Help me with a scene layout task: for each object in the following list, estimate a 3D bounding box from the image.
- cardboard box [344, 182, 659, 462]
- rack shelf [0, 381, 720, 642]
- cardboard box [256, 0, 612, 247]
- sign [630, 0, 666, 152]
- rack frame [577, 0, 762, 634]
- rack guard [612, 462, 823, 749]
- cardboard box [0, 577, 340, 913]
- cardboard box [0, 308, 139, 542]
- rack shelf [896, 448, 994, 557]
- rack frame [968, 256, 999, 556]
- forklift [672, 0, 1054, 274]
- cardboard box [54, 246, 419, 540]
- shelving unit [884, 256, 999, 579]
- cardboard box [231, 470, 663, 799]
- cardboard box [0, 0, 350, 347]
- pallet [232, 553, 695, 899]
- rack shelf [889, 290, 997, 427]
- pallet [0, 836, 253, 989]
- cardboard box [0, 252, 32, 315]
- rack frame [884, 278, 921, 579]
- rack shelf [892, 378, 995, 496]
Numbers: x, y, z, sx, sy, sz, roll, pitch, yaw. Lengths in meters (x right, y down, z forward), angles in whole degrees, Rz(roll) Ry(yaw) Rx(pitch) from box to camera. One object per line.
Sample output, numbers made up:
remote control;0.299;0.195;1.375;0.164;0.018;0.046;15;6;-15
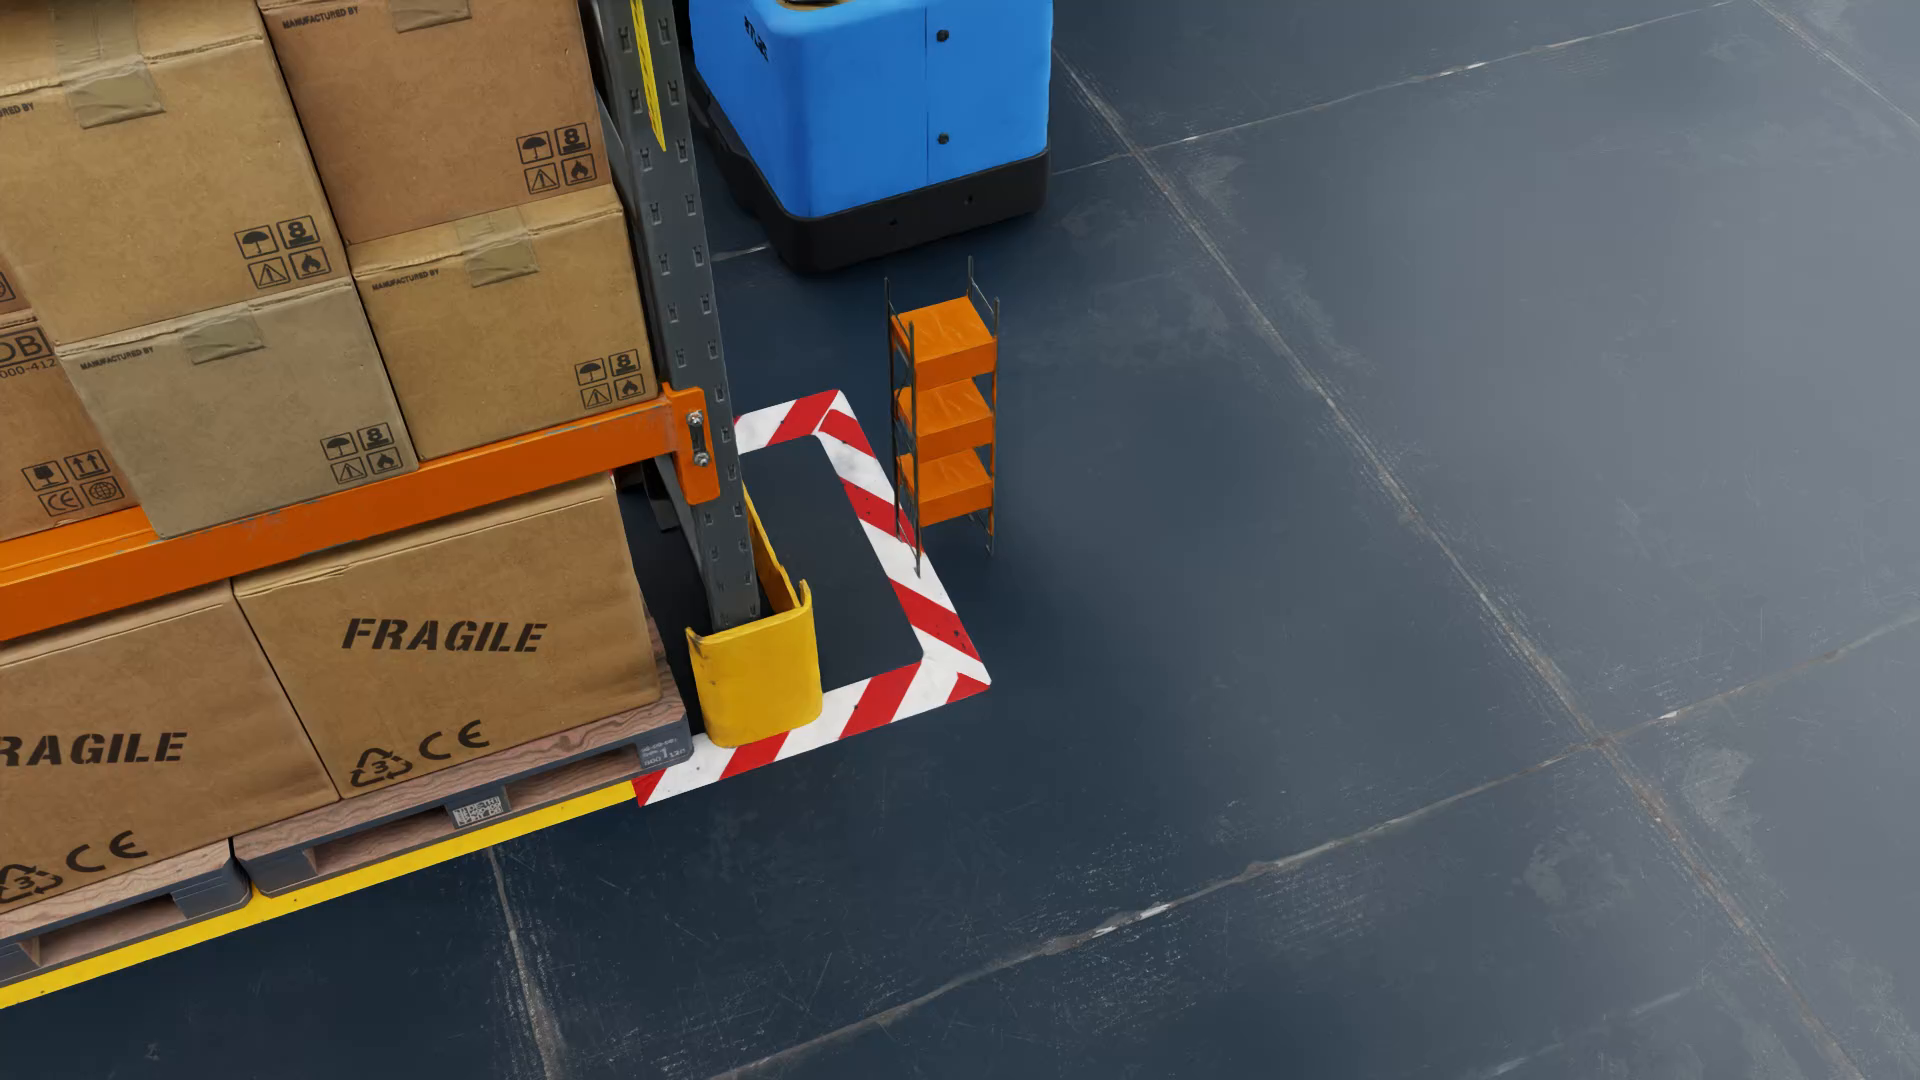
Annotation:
cardboard box;-1.107;-0.731;3.801;0.550;0.550;0.875;-17;52;-14
rack shelf;-2.632;-0.012;3.757;4.000;0.370;1.077;-17;52;-14
cardboard box;-1.139;-1.142;3.443;0.550;0.550;0.875;-17;52;-14
sign;-0.588;-0.890;3.117;0.005;0.325;0.100;-17;52;-14
rack frame;-0.781;-0.820;3.977;0.127;3.000;1.000;-17;52;-14
rack guard;-0.758;-0.013;4.931;0.348;0.500;1.175;-17;52;-14
cardboard box;-2.197;0.230;4.199;0.875;0.875;0.875;-18;52;-15
cardboard box;-2.174;-0.485;3.591;0.550;0.550;0.875;-17;52;-14
rack shelf;-0.049;-0.139;5.057;0.240;0.259;0.215;-17;52;-14
rack frame;0.064;-0.362;4.869;0.008;1.050;0.200;-17;52;-14
forklift;-0.743;-3.046;5.934;1.130;2.935;3.031;-19;52;-16
cardboard box;-1.608;-0.558;3.653;0.550;0.550;0.875;-17;52;-14
shelving unit;-0.049;-0.327;4.839;0.252;1.050;0.215;-17;52;-14
cardboard box;-1.383;-0.024;4.417;0.875;0.875;0.875;-17;51;-14
cardboard box;-1.613;-0.919;3.251;0.550;0.550;0.875;-17;52;-14
pallet;-1.491;0.373;4.791;1.213;0.211;1.003;-17;52;-14
rack shelf;-0.049;-0.505;4.631;0.240;0.259;0.215;-17;52;-14
pallet;-2.619;0.720;4.493;1.213;0.211;1.003;-17;52;-14
cardboard box;-2.183;-0.854;3.195;0.550;0.550;0.875;-17;52;-14
rack frame;-0.162;-0.292;4.808;0.008;1.050;0.200;-17;52;-14
rack shelf;-0.049;-0.320;4.847;0.240;0.259;0.215;-17;52;-14
